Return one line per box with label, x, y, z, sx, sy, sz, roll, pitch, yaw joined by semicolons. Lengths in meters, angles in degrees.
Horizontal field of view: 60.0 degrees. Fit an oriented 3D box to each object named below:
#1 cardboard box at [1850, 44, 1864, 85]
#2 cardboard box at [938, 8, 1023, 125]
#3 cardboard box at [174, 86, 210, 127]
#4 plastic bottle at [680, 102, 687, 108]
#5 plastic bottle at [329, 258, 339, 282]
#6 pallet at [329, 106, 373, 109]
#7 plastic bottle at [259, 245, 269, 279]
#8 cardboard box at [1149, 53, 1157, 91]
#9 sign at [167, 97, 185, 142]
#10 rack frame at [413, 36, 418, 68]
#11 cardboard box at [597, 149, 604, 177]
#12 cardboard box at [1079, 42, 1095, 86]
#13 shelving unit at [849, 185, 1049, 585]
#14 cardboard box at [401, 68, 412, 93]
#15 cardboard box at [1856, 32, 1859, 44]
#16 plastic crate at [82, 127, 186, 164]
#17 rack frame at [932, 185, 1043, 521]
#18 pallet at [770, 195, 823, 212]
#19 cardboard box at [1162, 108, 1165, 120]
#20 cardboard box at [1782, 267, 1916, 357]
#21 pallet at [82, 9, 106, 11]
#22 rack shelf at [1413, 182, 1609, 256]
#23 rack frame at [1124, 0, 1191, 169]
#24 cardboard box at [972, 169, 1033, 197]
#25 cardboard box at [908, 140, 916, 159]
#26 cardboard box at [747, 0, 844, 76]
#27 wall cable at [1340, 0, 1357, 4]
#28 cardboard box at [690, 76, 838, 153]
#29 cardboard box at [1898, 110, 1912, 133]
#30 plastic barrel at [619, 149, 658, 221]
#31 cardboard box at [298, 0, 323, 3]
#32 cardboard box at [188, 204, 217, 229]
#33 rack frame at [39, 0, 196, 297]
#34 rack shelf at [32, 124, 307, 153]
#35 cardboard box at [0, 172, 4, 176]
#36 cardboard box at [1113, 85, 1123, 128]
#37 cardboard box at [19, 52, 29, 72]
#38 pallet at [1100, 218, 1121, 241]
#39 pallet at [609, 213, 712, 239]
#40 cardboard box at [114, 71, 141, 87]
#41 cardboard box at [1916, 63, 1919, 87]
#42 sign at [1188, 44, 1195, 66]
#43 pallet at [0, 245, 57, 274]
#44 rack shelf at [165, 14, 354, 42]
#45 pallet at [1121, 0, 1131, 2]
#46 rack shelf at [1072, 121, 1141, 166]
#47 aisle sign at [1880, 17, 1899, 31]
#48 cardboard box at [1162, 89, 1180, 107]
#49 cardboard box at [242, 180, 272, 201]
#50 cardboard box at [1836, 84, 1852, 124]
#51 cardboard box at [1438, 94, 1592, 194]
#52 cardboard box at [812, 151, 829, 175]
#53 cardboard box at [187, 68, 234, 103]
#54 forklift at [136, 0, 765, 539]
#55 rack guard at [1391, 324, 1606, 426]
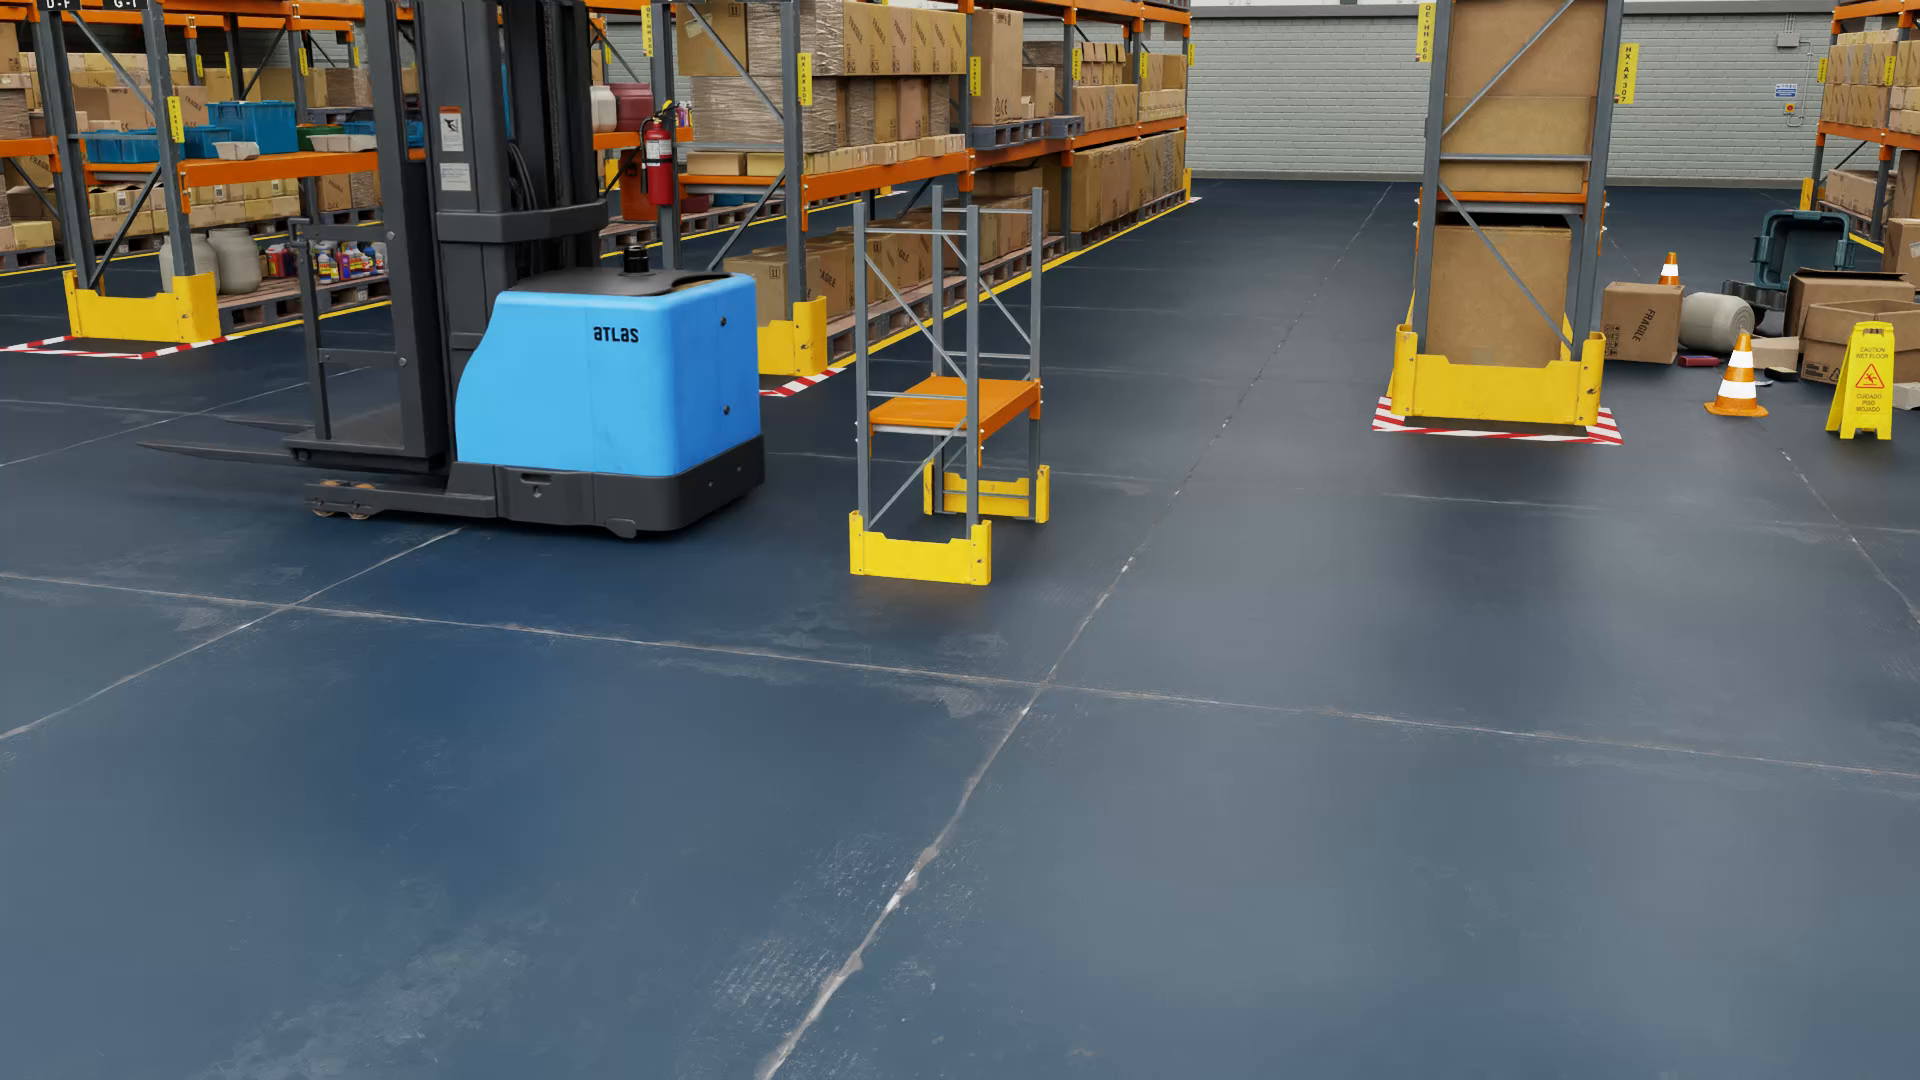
cardboard box;11.690;-6.052;21.155;0.500;0.500;0.500;5;17;16
cardboard box;-0.032;-4.345;15.282;1.000;1.000;1.000;5;17;16
cardboard box;-9.213;-5.081;19.562;0.500;0.500;0.500;4;16;13
plastic bottle;-3.693;-5.680;22.086;0.152;0.276;0.135;5;16;16
plastic bottle;-5.434;-2.337;14.395;0.097;0.201;0.097;0;16;0
pallet;-8.204;-5.890;22.949;1.003;0.211;1.213;5;16;16
plastic bottle;-6.160;-2.446;14.628;0.061;0.283;0.133;5;17;17
cardboard box;2.410;-6.416;22.807;0.500;0.500;0.500;5;16;16
sign;-5.751;-3.084;12.199;0.100;0.325;0.005;5;16;16
rack frame;-7.616;-6.519;24.817;1.000;3.000;0.127;5;16;16
cardboard box;-6.397;-6.414;28.219;0.500;0.500;0.500;5;16;16
cardboard box;1.156;-5.595;19.536;0.797;0.503;0.637;5;17;17
shelving unit;-0.022;-0.702;7.054;0.587;1.500;1.083;5;16;16
cardboard box;-8.058;-6.303;23.100;0.700;0.500;0.500;1;16;2
cardboard box;11.770;-6.460;21.403;0.380;0.149;0.250;5;17;16
plastic crate;-6.422;-3.077;12.955;0.499;0.251;0.616;5;16;16
rack frame;0.120;-0.832;7.515;0.500;1.500;0.032;5;16;16
pallet;-2.696;-4.988;24.529;1.003;0.211;1.213;5;16;16
cardboard box;2.726;-6.089;23.760;0.380;0.149;0.250;4;16;14
cardboard box;6.302;-1.608;11.827;0.797;0.637;0.503;5;16;16
pallet;-13.056;-7.674;23.736;1.003;0.211;1.213;5;17;18
rack shelf;3.766;-2.377;11.530;1.077;0.370;4.000;5;16;16
rack frame;3.018;-6.797;25.795;1.000;3.000;0.127;5;16;16
cardboard box;0.442;-3.756;17.476;0.500;0.250;0.500;7;17;22
cardboard box;-0.574;-3.134;13.342;0.380;0.149;0.250;5;16;16
cardboard box;-1.111;-3.406;11.279;0.500;0.500;0.500;5;16;16
wall cable;7.930;-12.443;28.811;2.277;5.999;0.120;5;16;16
cardboard box;-1.346;-2.944;11.482;0.875;0.500;0.500;5;16;16
cardboard box;10.859;-4.679;18.605;0.500;0.250;0.500;4;16;15
plastic barrel;-3.882;-4.375;20.465;0.600;0.830;0.708;5;16;16
cardboard box;-8.661;-7.081;21.116;0.910;0.500;0.500;5;16;16
cardboard box;-9.100;-3.794;19.479;0.500;0.250;0.500;5;17;17
rack frame;-6.278;-2.995;12.391;1.000;3.000;0.127;5;16;16
rack shelf;-9.321;-4.604;19.381;1.077;0.370;4.000;5;16;16
cardboard box;-10.321;-3.569;17.312;0.500;0.500;0.500;5;16;16
cardboard box;1.721;-5.389;20.647;0.500;0.500;0.500;4;16;15
cardboard box;-13.118;-6.524;22.694;0.500;0.250;0.500;5;17;17
pallet;1.389;-3.881;20.625;1.003;0.211;1.213;5;16;16
pallet;-3.820;-3.956;20.889;1.003;0.211;1.213;5;16;16
cardboard box;-12.542;-6.698;24.682;0.500;0.500;0.500;5;16;16
cardboard box;10.719;-5.152;17.980;0.500;0.500;0.500;4;16;14
sign;3.534;-7.422;25.443;0.100;0.325;0.005;5;16;16
pallet;-10.155;-2.880;17.097;1.003;0.211;1.213;5;16;16
rack shelf;-11.798;-8.523;27.702;1.077;0.370;4.000;5;16;16
pallet;1.668;-6.858;20.863;0.805;0.209;1.217;4;16;14
rack shelf;1.313;-4.881;20.359;1.077;0.370;4.000;5;16;16
aisle sign;12.837;-7.274;22.712;0.394;0.787;0.004;5;16;16
cardboard box;2.990;-6.588;24.788;0.500;0.250;0.500;4;16;15
cardboard box;-8.806;-4.329;20.337;0.500;0.311;0.500;4;16;15
cardboard box;11.829;-5.707;21.769;0.500;0.500;0.500;5;16;16
cardboard box;3.260;-2.372;9.922;0.875;0.550;0.550;5;16;16
cardboard box;-1.130;-2.610;11.494;0.380;0.149;0.250;5;16;16
cardboard box;-12.196;-7.188;26.623;0.980;0.700;0.700;5;17;17
forklift;-2.519;-1.632;7.712;3.031;2.935;1.130;5;17;17
rack guard;3.191;-0.991;9.906;1.175;0.500;0.348;5;16;16
